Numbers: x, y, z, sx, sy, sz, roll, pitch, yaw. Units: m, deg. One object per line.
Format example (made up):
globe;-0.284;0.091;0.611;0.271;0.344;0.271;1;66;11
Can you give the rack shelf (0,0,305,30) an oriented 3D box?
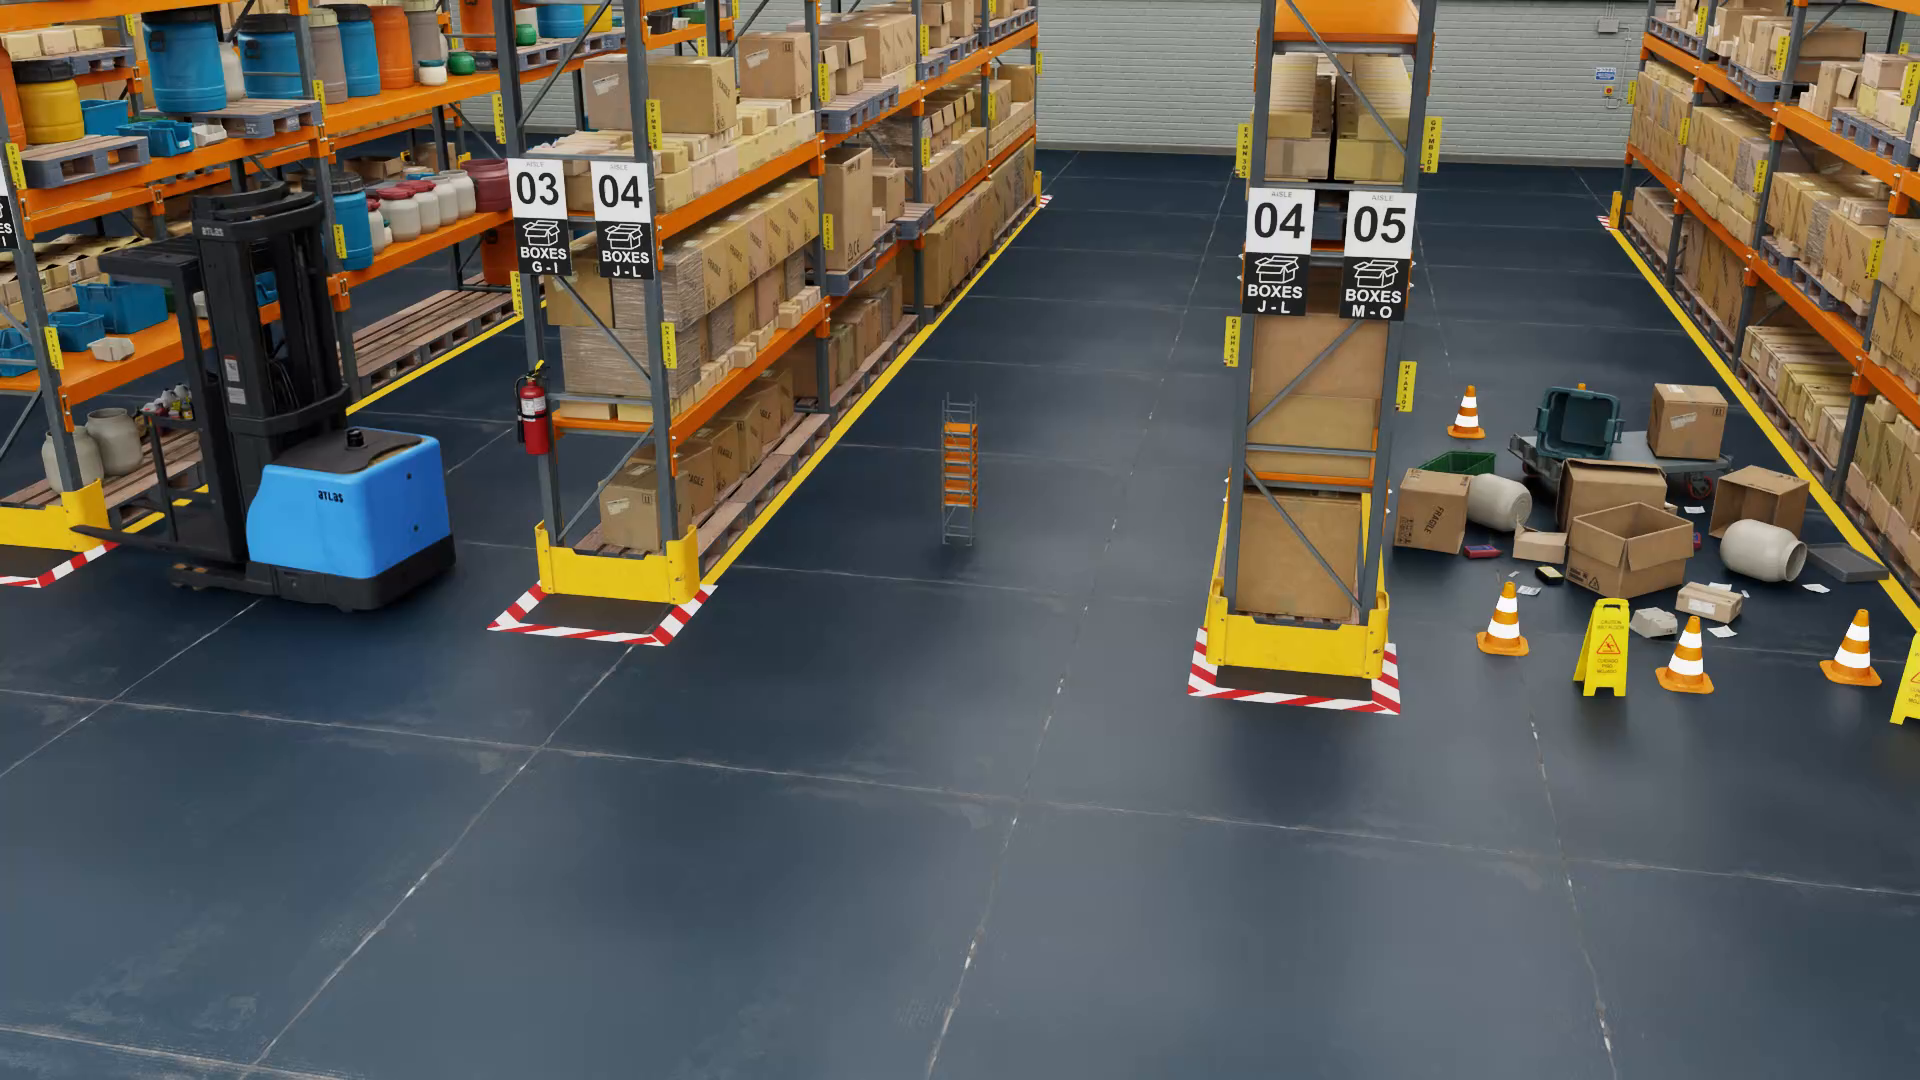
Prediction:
rack shelf;-6.999;-4.365;13.674;1.077;0.370;4.000;4;22;11

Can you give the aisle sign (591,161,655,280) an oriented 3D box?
aisle sign;-2.277;-2.152;11.233;0.394;0.787;0.004;4;22;11

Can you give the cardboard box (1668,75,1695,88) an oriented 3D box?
cardboard box;9.702;-6.127;22.241;0.380;0.149;0.250;4;22;11

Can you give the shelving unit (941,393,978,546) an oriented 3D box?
shelving unit;-0.003;-0.551;13.147;0.258;1.200;0.189;4;22;11

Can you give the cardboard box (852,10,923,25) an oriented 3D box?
cardboard box;-0.872;-5.780;19.006;0.797;0.503;0.637;6;23;14

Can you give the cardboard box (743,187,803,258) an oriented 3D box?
cardboard box;-1.665;-2.734;14.288;0.500;0.500;0.500;4;22;11

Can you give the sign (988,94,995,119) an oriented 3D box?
sign;0.424;-5.843;22.433;0.100;0.325;0.005;4;22;11

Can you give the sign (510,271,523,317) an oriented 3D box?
sign;-3.097;-1.725;11.680;0.100;0.325;0.005;4;22;11

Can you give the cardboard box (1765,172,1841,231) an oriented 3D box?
cardboard box;8.458;-3.395;16.703;0.500;0.500;0.500;4;22;9

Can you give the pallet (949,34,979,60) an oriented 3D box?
pallet;-0.248;-6.344;21.362;0.805;0.209;1.217;4;22;9

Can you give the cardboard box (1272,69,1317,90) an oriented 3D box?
cardboard box;2.480;-3.445;12.482;0.380;0.149;0.250;5;22;11

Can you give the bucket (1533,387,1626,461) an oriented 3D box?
bucket;5.322;-1.001;14.201;0.726;0.611;0.620;13;15;29

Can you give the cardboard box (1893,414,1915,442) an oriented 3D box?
cardboard box;7.388;-0.843;12.708;0.380;0.149;0.250;5;23;13

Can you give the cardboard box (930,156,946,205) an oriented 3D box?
cardboard box;-0.457;-4.310;19.936;0.500;0.500;0.500;4;22;9

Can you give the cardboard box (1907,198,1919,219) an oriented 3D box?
cardboard box;8.523;-2.930;14.681;0.380;0.149;0.250;6;23;14

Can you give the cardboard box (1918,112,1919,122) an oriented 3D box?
cardboard box;7.576;-3.254;12.702;0.380;0.149;0.250;4;22;10

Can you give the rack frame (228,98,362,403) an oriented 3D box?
rack frame;-6.591;-2.832;16.402;1.000;3.000;0.127;4;22;11

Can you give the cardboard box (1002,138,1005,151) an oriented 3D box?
cardboard box;0.435;-5.636;23.698;0.380;0.149;0.250;4;22;9

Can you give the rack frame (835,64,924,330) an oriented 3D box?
rack frame;-0.926;-3.918;19.096;1.000;3.000;0.127;4;22;11

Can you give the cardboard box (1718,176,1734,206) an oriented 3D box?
cardboard box;8.812;-3.898;18.578;0.500;0.250;0.500;4;22;10

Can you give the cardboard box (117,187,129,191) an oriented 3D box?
cardboard box;-10.740;-4.503;20.669;0.500;0.311;0.500;6;23;14

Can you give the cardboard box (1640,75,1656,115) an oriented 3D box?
cardboard box;9.933;-6.255;23.427;0.500;0.500;0.500;4;22;9

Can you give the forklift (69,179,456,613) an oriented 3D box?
forklift;-5.441;-1.160;12.340;3.031;2.935;1.130;8;23;19

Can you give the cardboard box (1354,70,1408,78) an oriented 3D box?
cardboard box;3.125;-3.397;12.361;0.380;0.149;0.250;5;22;11

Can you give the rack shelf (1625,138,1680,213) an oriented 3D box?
rack shelf;10.000;-5.023;22.804;1.077;0.370;4.000;4;22;11

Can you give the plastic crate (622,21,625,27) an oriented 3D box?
plastic crate;-5.071;-7.521;24.382;0.293;0.136;0.466;4;22;11

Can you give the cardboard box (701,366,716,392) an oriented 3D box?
cardboard box;-2.100;-1.235;12.771;0.380;0.149;0.250;4;22;11

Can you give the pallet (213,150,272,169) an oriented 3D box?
pallet;-10.230;-5.297;22.778;1.003;0.211;1.213;4;22;11

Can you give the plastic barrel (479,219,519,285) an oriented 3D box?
plastic barrel;-5.691;-3.664;20.808;0.600;0.830;0.708;4;22;11

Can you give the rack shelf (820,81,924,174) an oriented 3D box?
rack shelf;-1.334;-4.244;16.854;1.077;0.370;4.000;4;22;11

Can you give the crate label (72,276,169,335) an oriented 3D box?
crate label;-7.296;-2.080;14.485;0.502;0.435;0.616;4;22;11

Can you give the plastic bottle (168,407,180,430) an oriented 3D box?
plastic bottle;-7.229;-1.119;15.304;0.097;0.201;0.097;0;22;0

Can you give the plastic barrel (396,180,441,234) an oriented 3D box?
plastic barrel;-5.943;-3.655;18.263;0.433;0.535;0.433;0;22;0

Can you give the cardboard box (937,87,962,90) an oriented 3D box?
cardboard box;-0.277;-5.985;23.029;0.500;0.500;0.500;5;22;12

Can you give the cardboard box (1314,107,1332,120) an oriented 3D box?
cardboard box;2.310;-2.845;11.523;0.500;0.250;0.500;4;22;11

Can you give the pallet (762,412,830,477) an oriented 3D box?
pallet;-1.844;-0.913;15.368;1.003;0.211;1.213;4;22;11

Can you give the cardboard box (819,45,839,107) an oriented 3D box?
cardboard box;-1.549;-4.253;15.214;0.797;0.503;0.637;3;22;8

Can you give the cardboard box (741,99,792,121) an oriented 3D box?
cardboard box;-1.636;-3.632;14.038;0.380;0.149;0.250;3;22;8

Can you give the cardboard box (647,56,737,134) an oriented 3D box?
cardboard box;-1.991;-3.322;12.401;0.500;0.500;0.500;4;22;11

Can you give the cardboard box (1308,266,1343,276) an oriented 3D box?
cardboard box;2.660;-1.683;11.901;0.875;0.550;0.550;4;22;11

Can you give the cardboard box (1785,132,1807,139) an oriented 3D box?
cardboard box;9.328;-4.204;18.336;0.500;0.500;0.500;5;22;12

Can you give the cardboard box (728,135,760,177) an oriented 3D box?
cardboard box;-1.901;-3.031;13.080;0.500;0.250;0.500;5;22;13

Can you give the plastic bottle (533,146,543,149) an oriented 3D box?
plastic bottle;-5.662;-5.137;22.290;0.152;0.276;0.135;4;22;11

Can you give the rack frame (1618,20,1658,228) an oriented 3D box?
rack frame;10.408;-6.088;24.485;1.000;3.000;0.127;4;22;11

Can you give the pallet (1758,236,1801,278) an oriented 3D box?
pallet;8.735;-2.805;16.589;1.213;0.211;1.003;4;22;11

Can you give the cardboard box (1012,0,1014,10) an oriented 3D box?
cardboard box;0.420;-8.132;24.714;0.700;0.500;0.500;4;22;9

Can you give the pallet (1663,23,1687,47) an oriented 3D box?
pallet;10.020;-6.719;22.155;1.003;0.211;1.213;4;22;11

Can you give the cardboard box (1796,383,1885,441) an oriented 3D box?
cardboard box;8.208;-1.130;15.131;0.950;0.372;0.625;6;23;14

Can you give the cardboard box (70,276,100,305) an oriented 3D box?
cardboard box;-10.699;-3.010;19.961;0.500;0.250;0.500;5;22;12

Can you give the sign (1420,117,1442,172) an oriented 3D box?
sign;2.819;-2.366;9.952;0.100;0.325;0.005;4;22;11

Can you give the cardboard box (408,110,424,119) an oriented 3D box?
cardboard box;-9.025;-7.090;26.839;0.500;0.500;0.500;5;22;11

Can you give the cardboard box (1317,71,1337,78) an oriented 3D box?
cardboard box;3.130;-4.071;14.967;0.500;0.250;0.500;4;22;10

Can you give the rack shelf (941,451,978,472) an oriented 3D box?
rack shelf;-0.003;-0.621;13.118;0.258;0.103;0.180;4;22;11

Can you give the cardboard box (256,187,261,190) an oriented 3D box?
cardboard box;-10.242;-4.827;24.112;0.500;0.500;0.500;5;22;12

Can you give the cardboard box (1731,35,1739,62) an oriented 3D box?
cardboard box;8.877;-5.507;18.646;0.396;0.266;0.258;6;23;15

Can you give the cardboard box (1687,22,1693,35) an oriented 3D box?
cardboard box;9.463;-6.496;21.123;0.380;0.149;0.250;5;22;12
